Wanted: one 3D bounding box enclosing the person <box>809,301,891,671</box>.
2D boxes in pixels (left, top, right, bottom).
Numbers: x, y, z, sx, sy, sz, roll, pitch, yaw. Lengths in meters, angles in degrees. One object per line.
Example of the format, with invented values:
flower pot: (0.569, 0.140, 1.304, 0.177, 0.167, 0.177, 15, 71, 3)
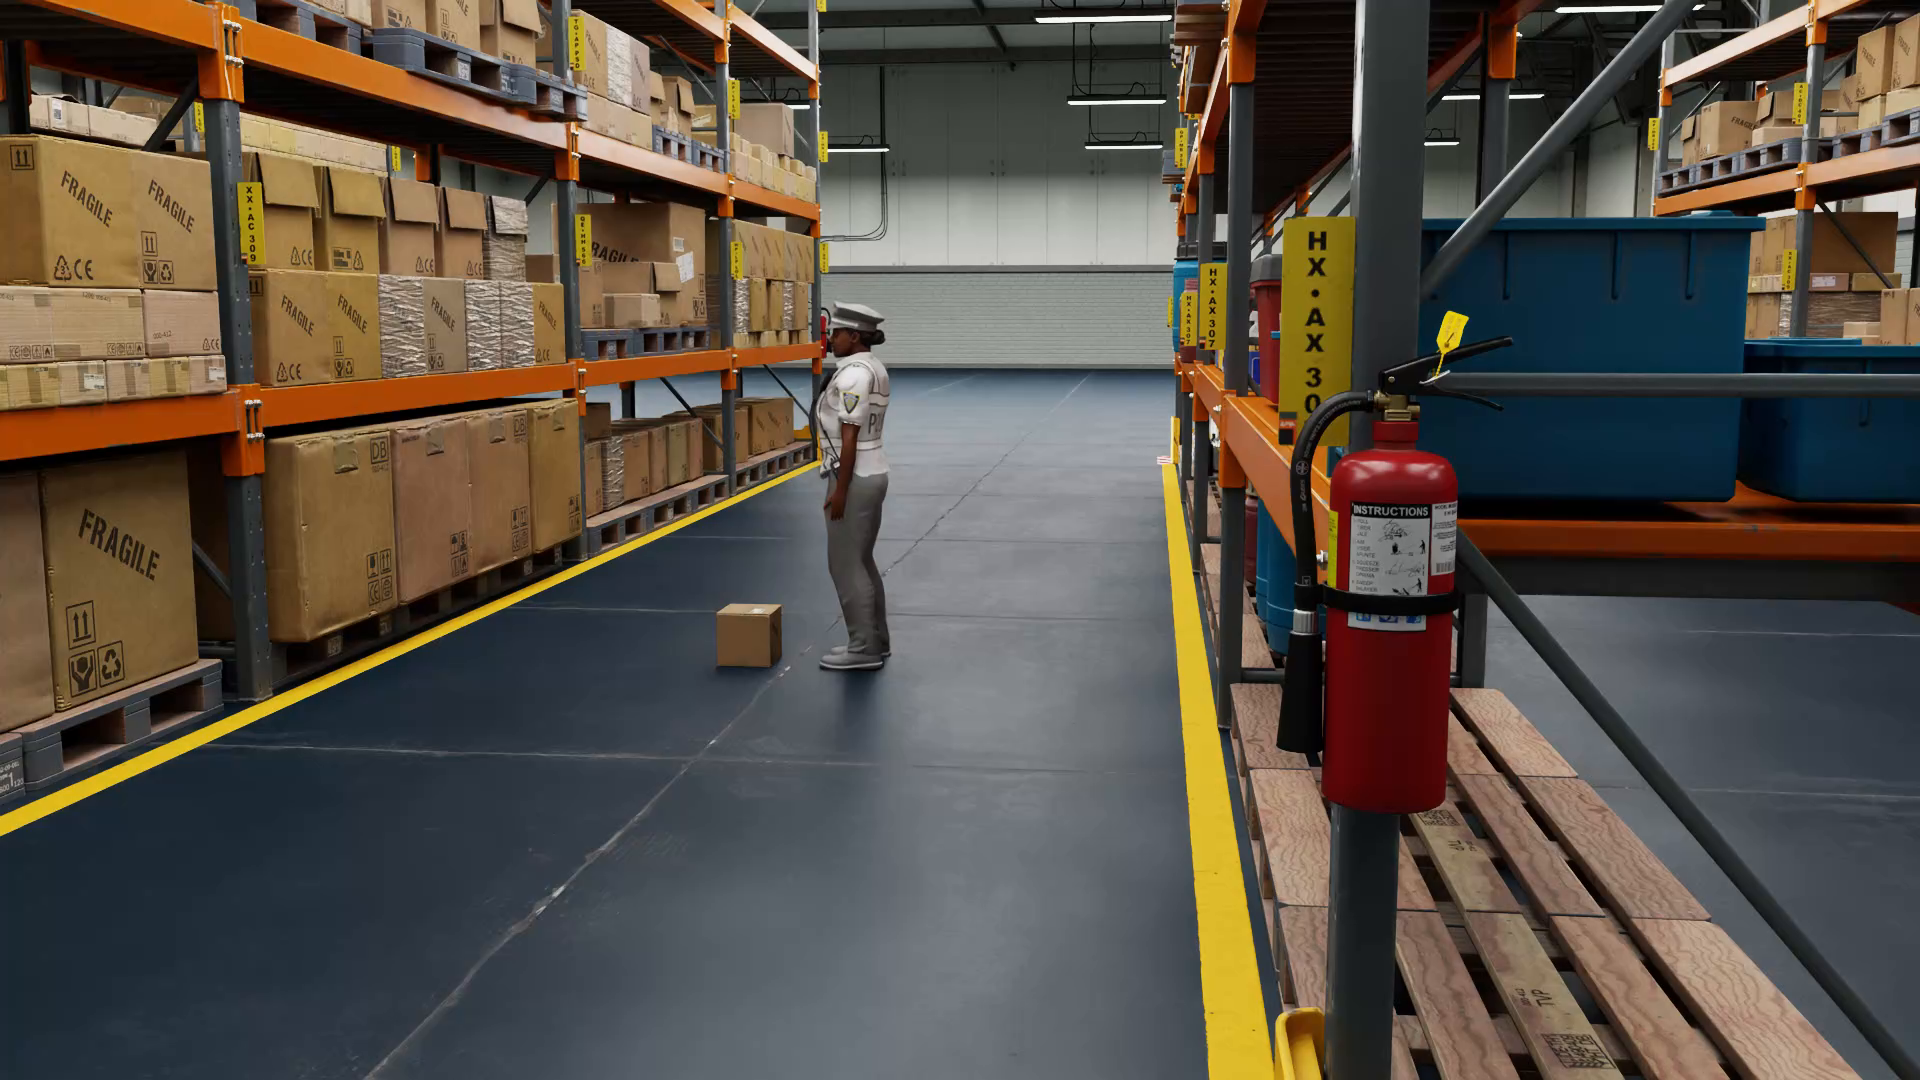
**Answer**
person: (-0.495, -0.247, 7.601, 0.340, 1.679, 0.436, 1, 8, 8)
